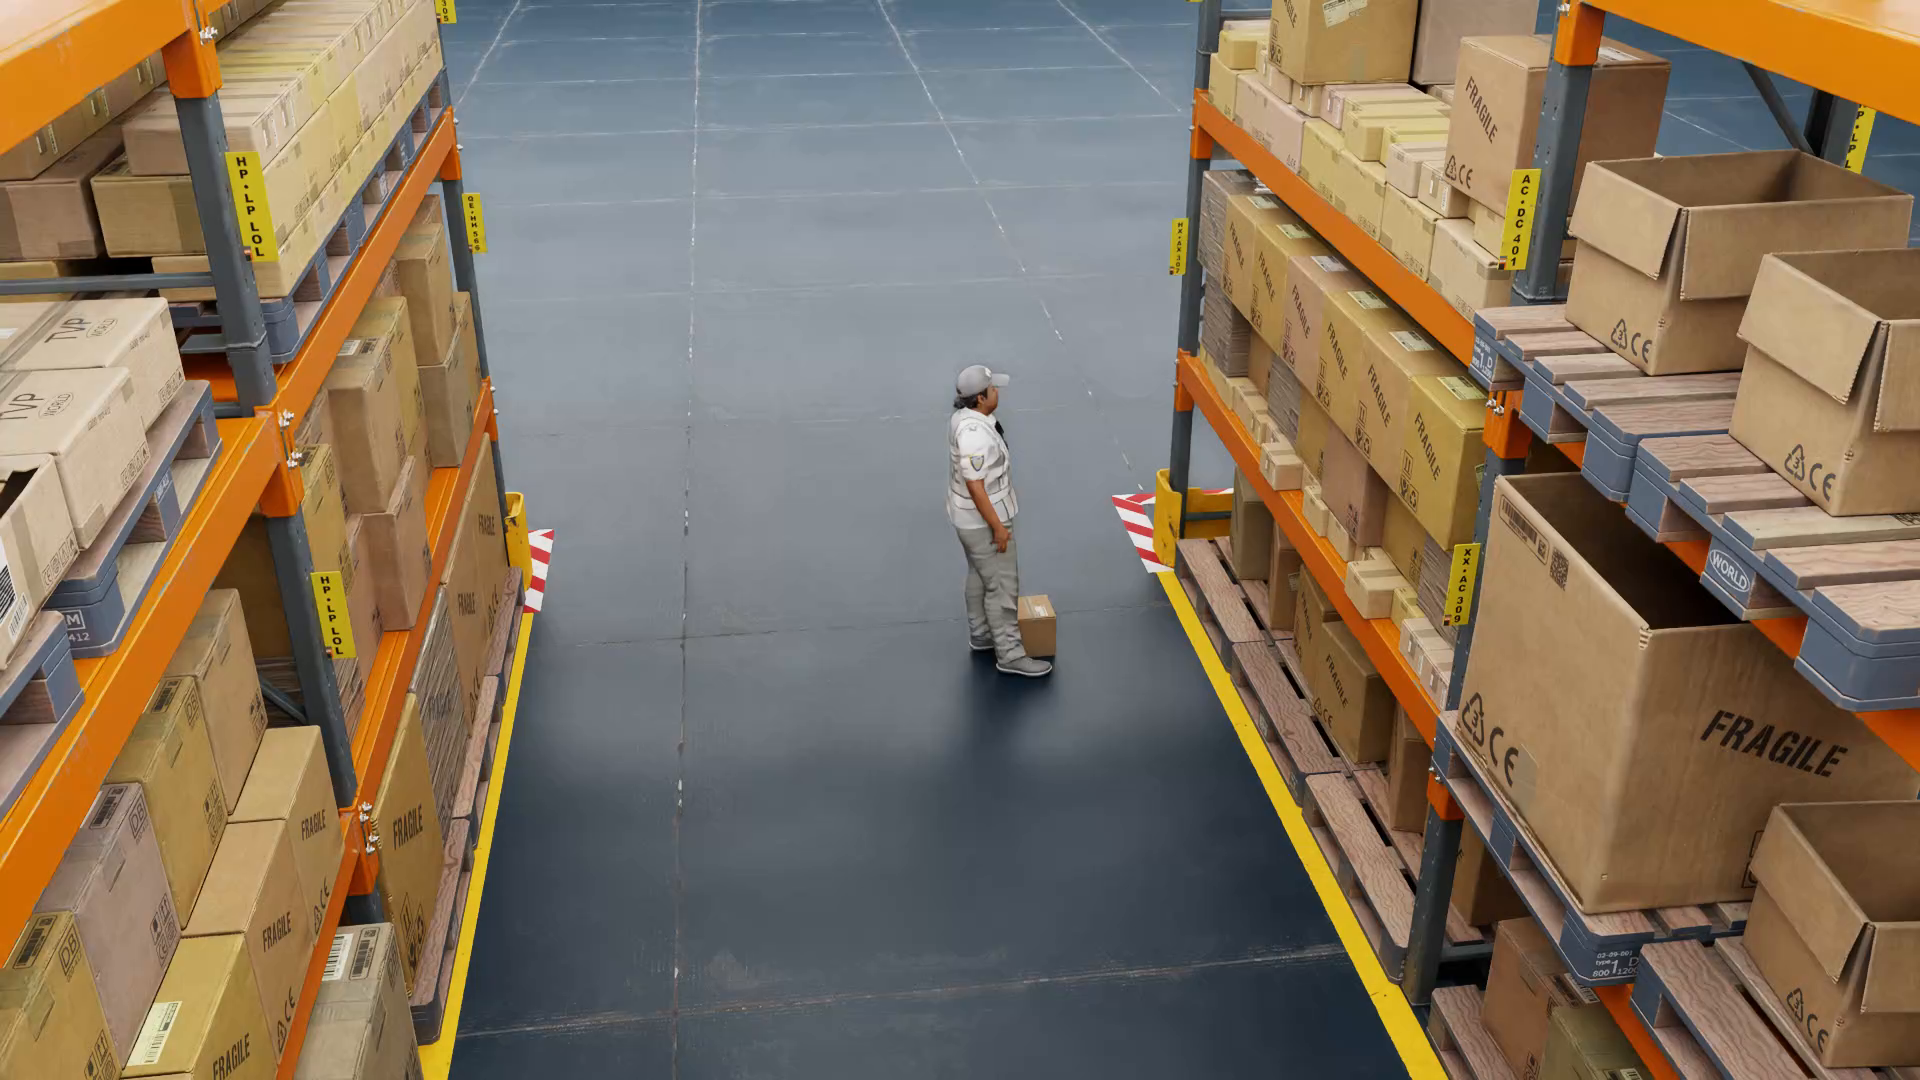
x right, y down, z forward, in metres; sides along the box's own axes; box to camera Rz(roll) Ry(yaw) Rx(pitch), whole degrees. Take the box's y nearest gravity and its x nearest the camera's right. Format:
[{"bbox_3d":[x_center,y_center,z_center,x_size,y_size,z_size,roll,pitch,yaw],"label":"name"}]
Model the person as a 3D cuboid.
[{"bbox_3d":[0.204,-0.123,8.830,0.529,1.670,0.597,-4,28,-7],"label":"person"}]
